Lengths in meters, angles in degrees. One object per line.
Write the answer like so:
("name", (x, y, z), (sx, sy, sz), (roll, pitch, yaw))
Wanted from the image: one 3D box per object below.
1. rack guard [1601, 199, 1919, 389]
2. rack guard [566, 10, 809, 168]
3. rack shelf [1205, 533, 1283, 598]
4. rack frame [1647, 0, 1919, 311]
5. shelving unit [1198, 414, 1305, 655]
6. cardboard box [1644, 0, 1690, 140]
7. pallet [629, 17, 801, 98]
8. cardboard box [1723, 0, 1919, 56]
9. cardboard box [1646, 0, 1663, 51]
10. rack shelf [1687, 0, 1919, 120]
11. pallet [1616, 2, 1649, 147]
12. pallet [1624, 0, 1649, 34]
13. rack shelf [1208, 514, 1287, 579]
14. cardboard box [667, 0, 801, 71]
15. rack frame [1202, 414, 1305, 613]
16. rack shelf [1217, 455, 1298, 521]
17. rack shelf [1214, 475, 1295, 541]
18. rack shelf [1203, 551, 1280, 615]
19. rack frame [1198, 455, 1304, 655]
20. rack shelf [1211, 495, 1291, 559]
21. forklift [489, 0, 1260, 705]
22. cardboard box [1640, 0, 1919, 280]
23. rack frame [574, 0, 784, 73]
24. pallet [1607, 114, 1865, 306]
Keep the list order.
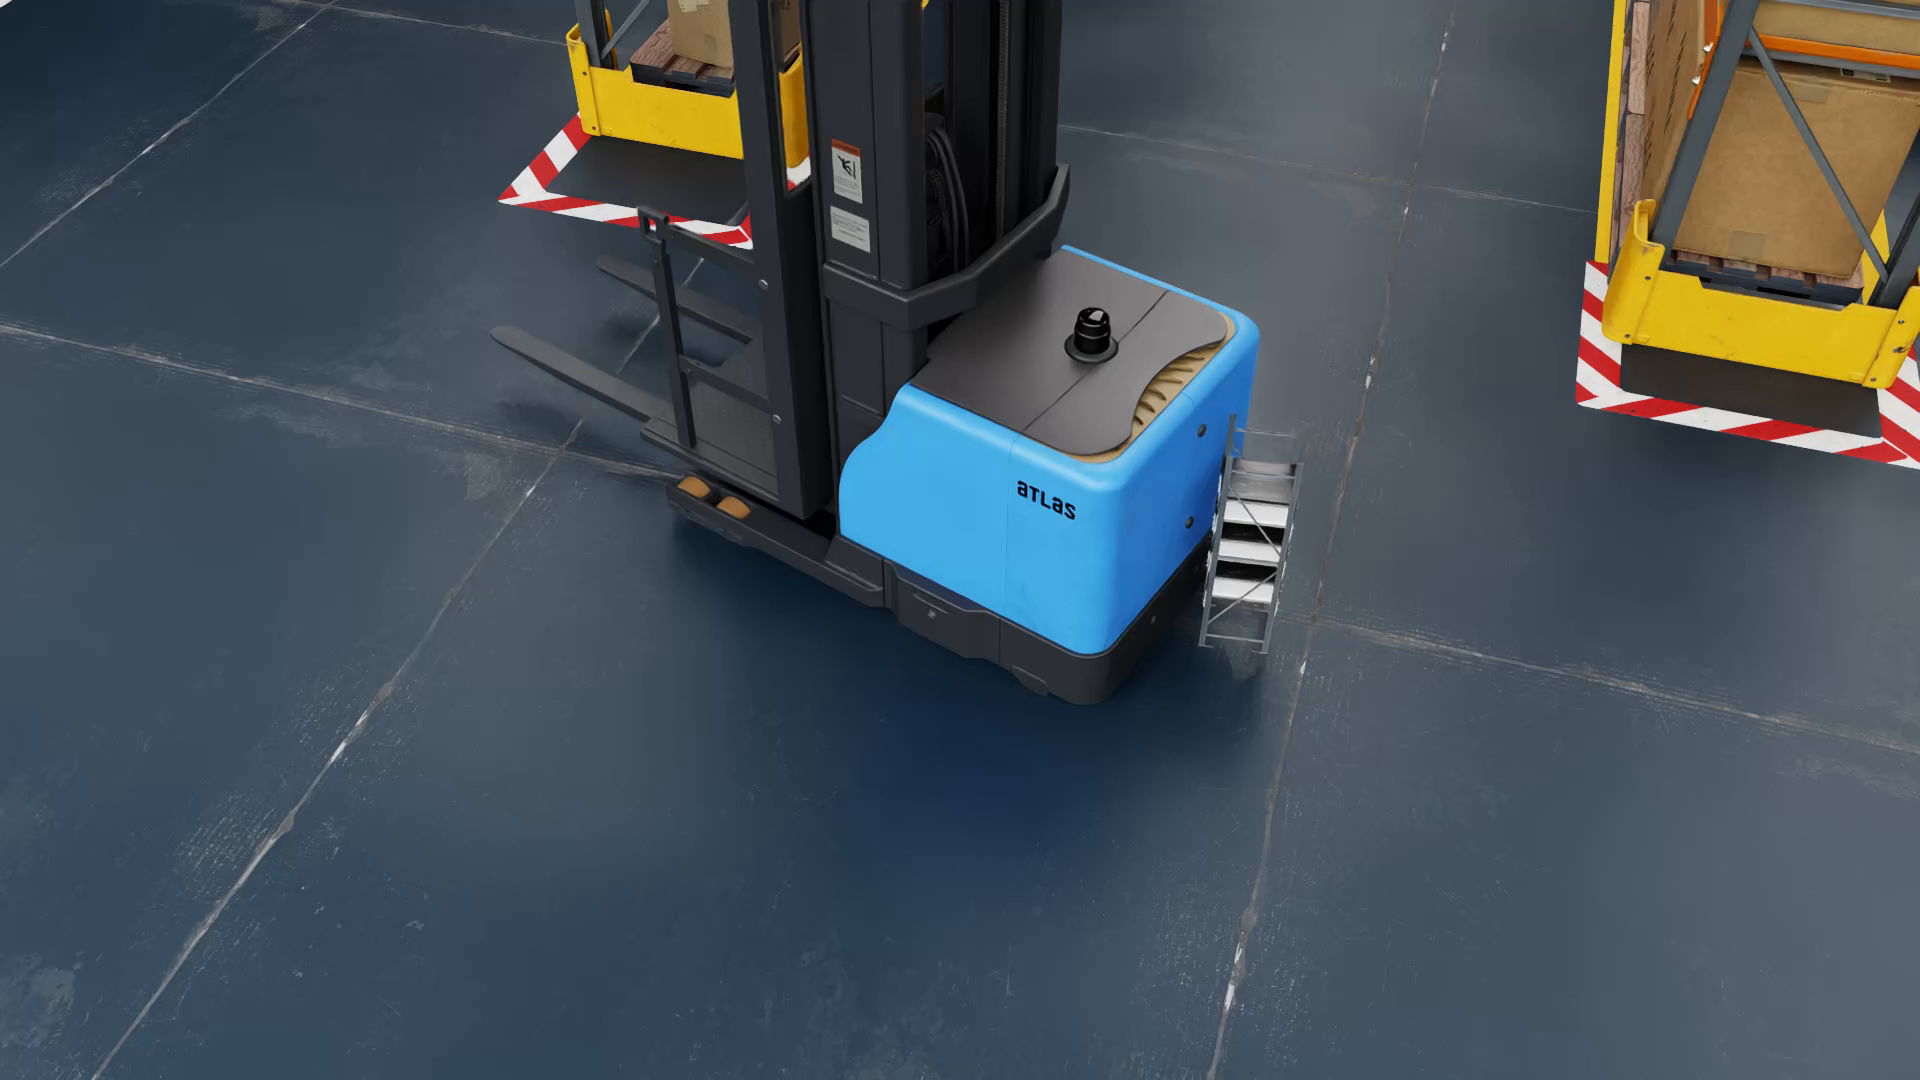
("rack guard", (3.359, -1.031, 6.946), (1.175, 0.500, 0.348), (13, 46, 13))
("rack guard", (-1.308, -2.215, 8.157), (1.175, 0.500, 0.348), (13, 46, 13))
("rack shelf", (0.976, 0.085, 5.695), (0.258, 0.077, 0.200), (7, 45, 7))
("rack frame", (3.366, -1.940, 6.088), (1.000, 3.000, 0.127), (13, 46, 13))
("shelving unit", (0.976, -0.003, 5.609), (0.258, 0.900, 0.210), (7, 45, 7))
("cardboard box", (3.773, -2.384, 7.760), (0.875, 0.875, 0.875), (12, 46, 12))
("pallet", (-1.028, -2.646, 8.803), (1.003, 0.211, 1.213), (13, 46, 13))
("cardboard box", (3.435, -2.251, 6.298), (0.875, 0.550, 0.550), (13, 46, 13))
("cardboard box", (4.051, -2.991, 8.381), (0.875, 0.875, 0.875), (13, 46, 13))
("rack shelf", (3.971, -3.016, 7.702), (1.077, 0.370, 4.000), (13, 46, 13))
("pallet", (3.905, -2.304, 8.453), (1.003, 0.211, 1.213), (13, 46, 13))
("pallet", (4.272, -3.120, 9.287), (1.003, 0.211, 1.213), (13, 46, 13))
("rack shelf", (0.976, 0.021, 5.632), (0.258, 0.077, 0.200), (7, 45, 7))
("cardboard box", (-1.126, -2.728, 8.380), (0.500, 0.500, 0.500), (21, 48, 20))
("rack frame", (0.993, -0.073, 5.680), (0.240, 0.900, 0.006), (7, 45, 7))
("rack shelf", (0.976, -0.171, 5.442), (0.258, 0.077, 0.200), (7, 45, 7))
("rack shelf", (0.976, -0.107, 5.506), (0.258, 0.077, 0.200), (7, 45, 7))
("rack shelf", (0.976, 0.149, 5.759), (0.258, 0.077, 0.200), (7, 45, 7))
("rack frame", (0.960, 0.068, 5.537), (0.240, 0.900, 0.006), (7, 45, 7))
("rack shelf", (0.976, -0.043, 5.569), (0.258, 0.077, 0.200), (7, 45, 7))
("forklift", (-0.495, -1.320, 5.503), (3.031, 2.935, 1.130), (26, 50, 24))
("cardboard box", (3.508, -1.797, 7.161), (0.875, 0.875, 0.875), (13, 46, 13))
("rack frame", (-1.331, -3.058, 7.231), (1.000, 3.000, 0.127), (13, 46, 13))
("pallet", (3.533, -1.493, 7.625), (1.003, 0.211, 1.213), (13, 46, 13))
